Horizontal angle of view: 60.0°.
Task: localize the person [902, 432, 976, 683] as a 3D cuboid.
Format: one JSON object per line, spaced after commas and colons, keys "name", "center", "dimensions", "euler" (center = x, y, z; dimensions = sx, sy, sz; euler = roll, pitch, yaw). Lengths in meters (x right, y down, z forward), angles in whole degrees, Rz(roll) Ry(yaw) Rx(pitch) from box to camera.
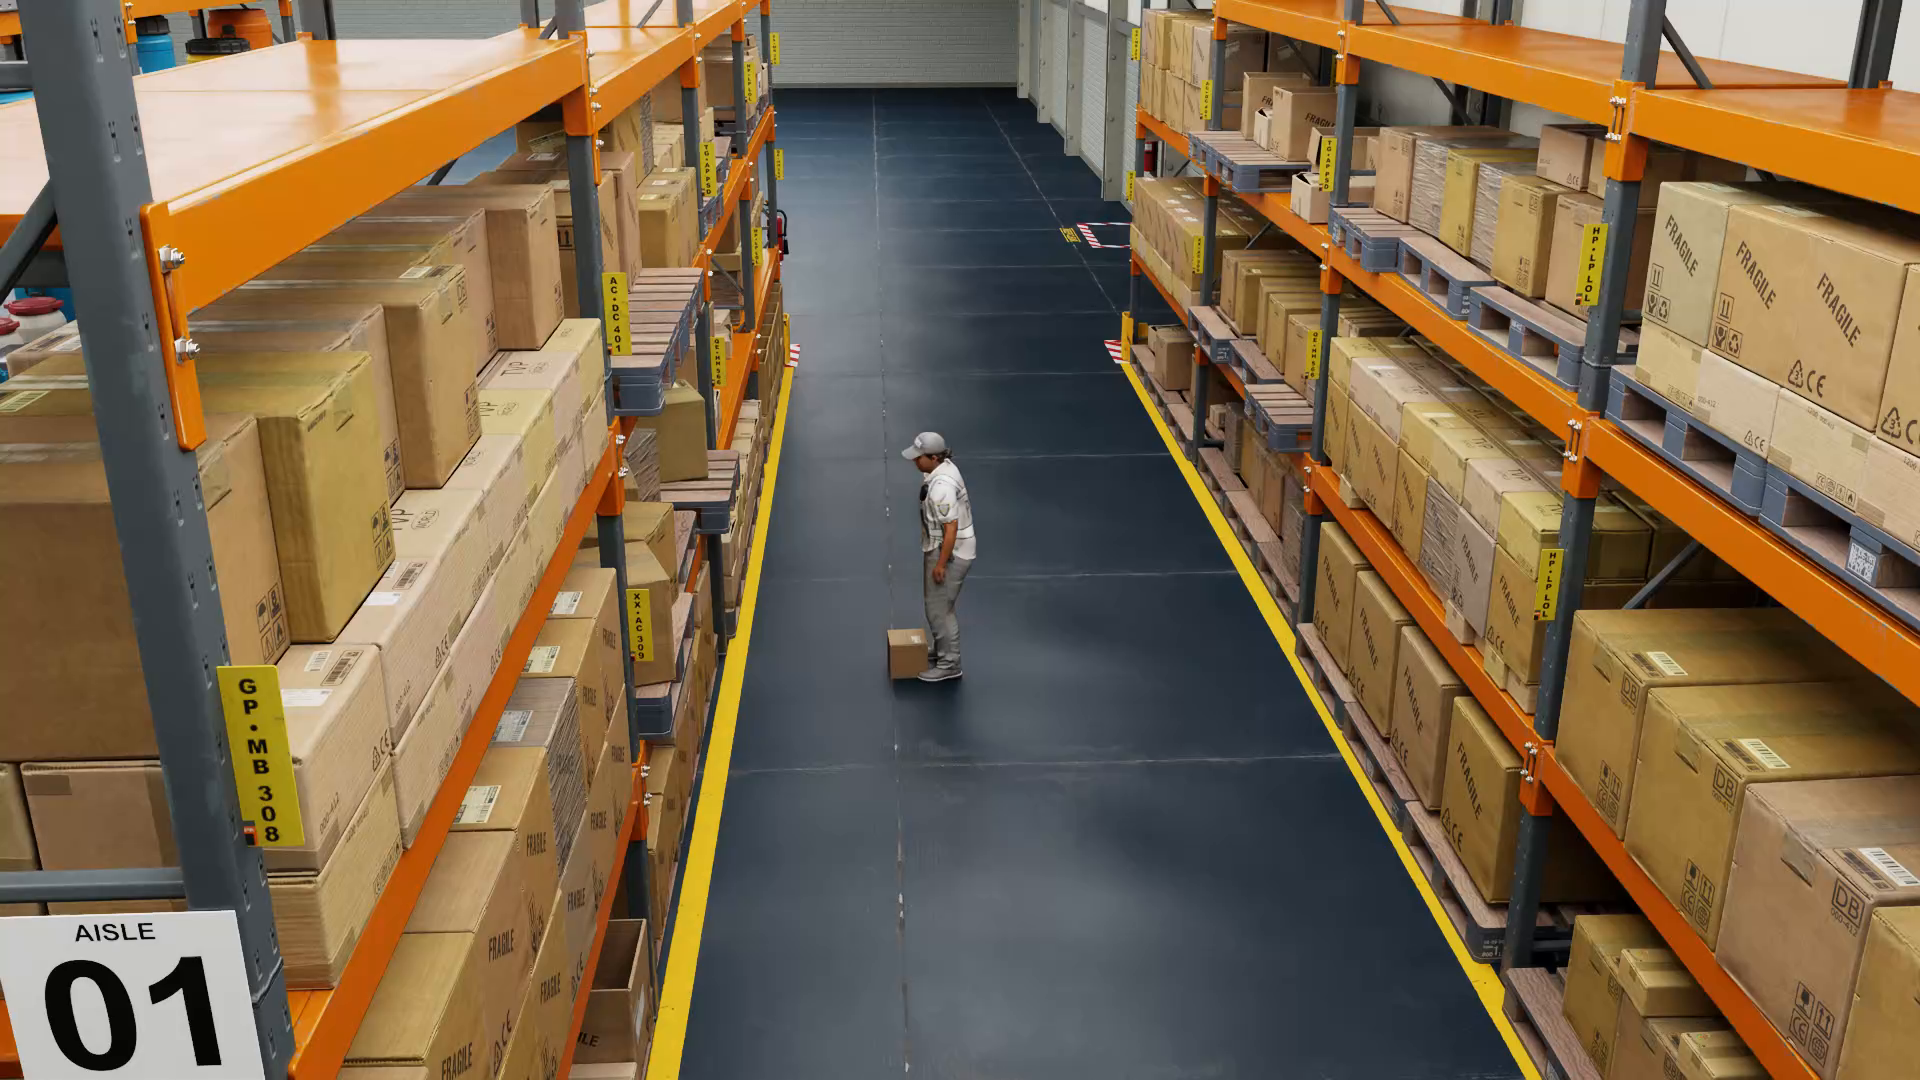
{"name": "person", "center": [-0.137, 0.086, 10.838], "dimensions": [0.473, 1.666, 0.550], "euler": [-1, 21, -4]}
